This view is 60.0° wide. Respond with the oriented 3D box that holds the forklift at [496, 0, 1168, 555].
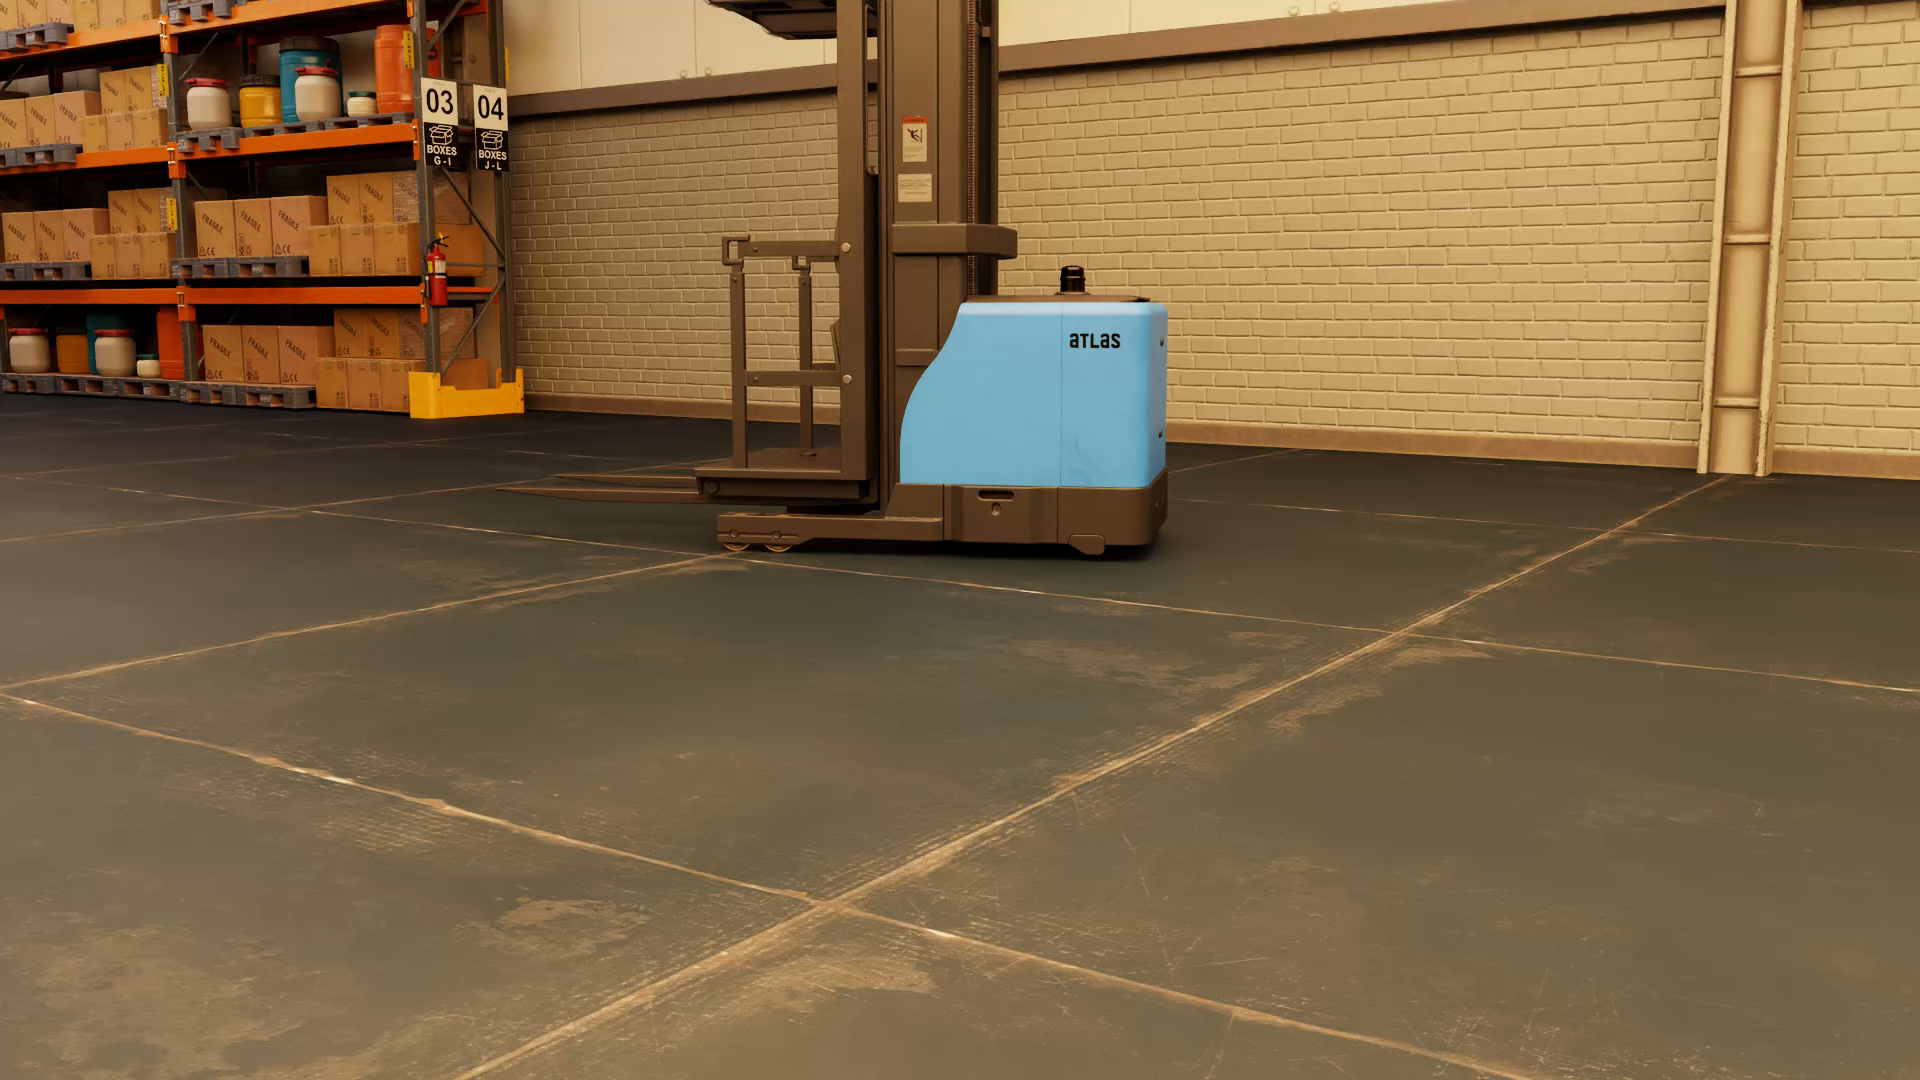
[{"bbox_3d":[-0.596,-1.469,7.520,3.031,2.935,1.130,2,8,12],"label":"forklift"}]
